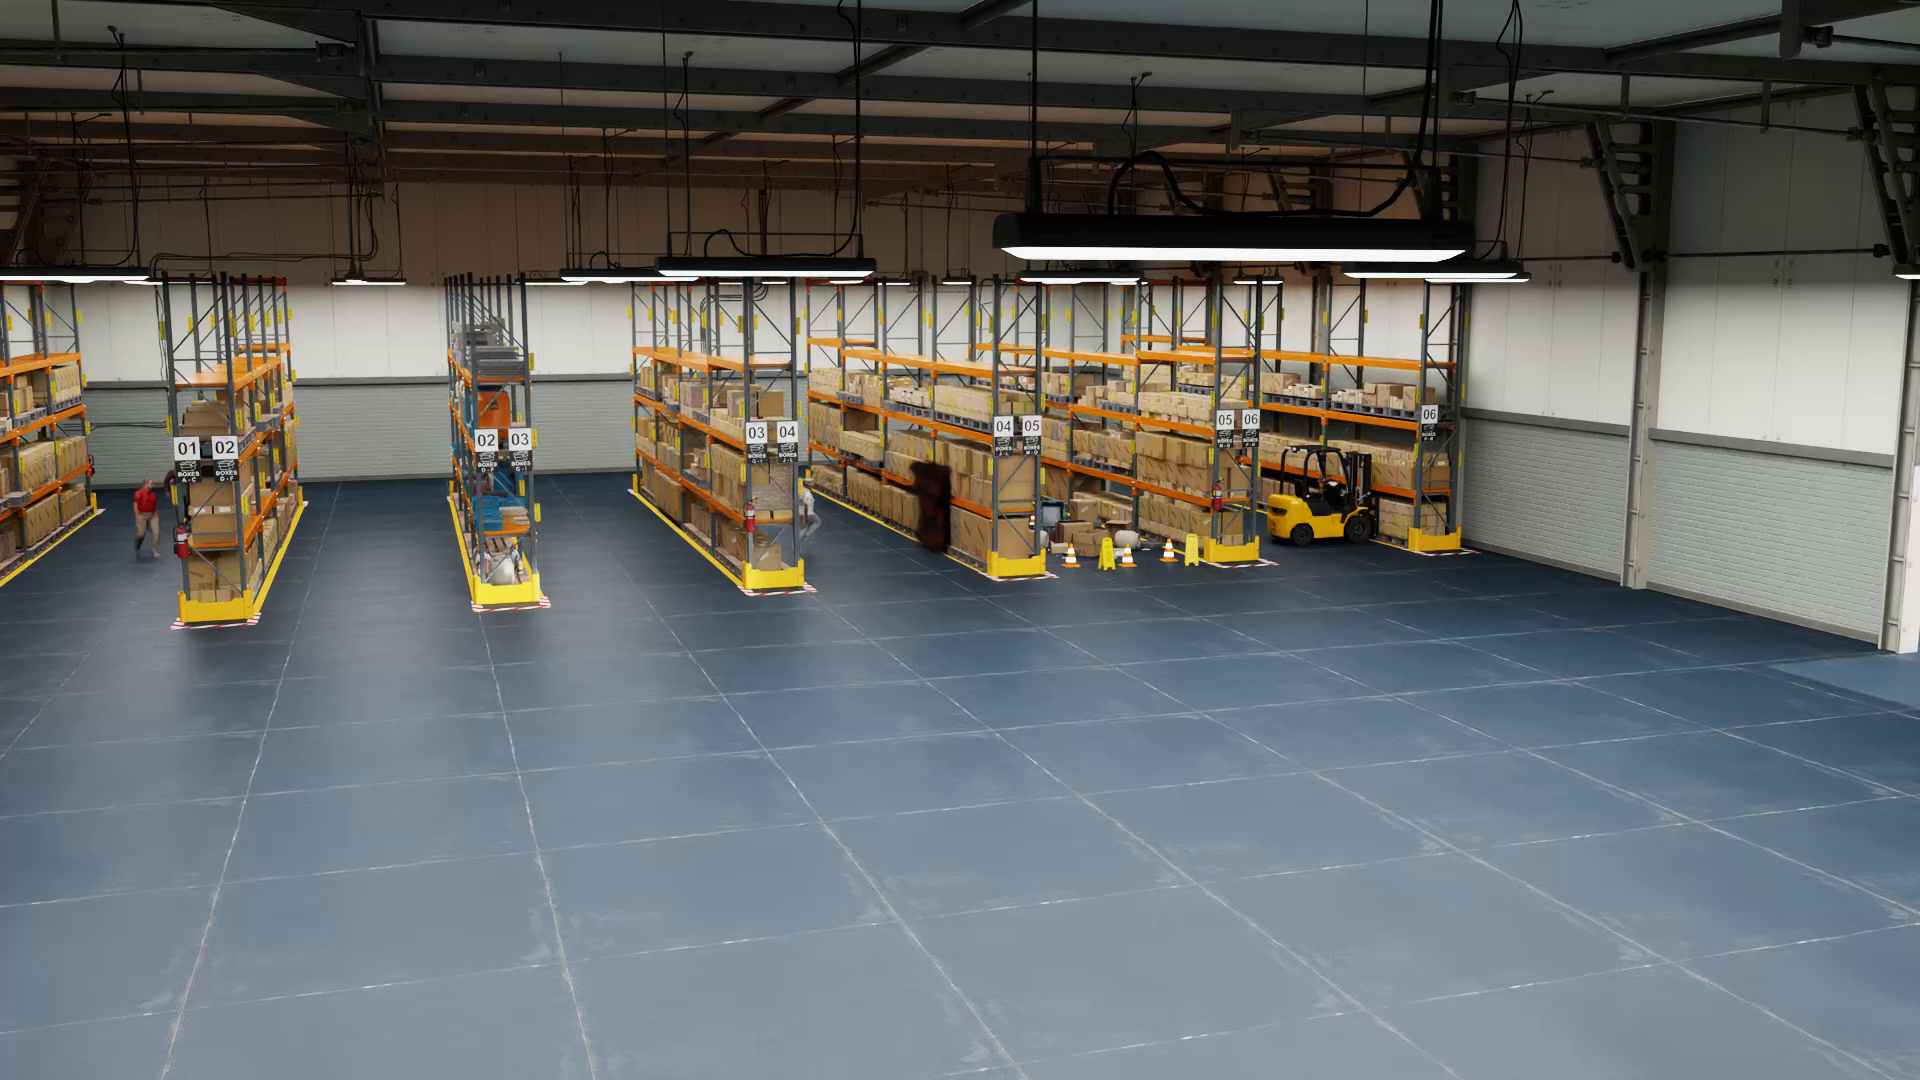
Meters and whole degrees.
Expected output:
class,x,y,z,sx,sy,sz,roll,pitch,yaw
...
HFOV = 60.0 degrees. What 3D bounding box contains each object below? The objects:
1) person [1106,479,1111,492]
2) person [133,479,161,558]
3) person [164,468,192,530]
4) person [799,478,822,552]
class,x,y,z,sx,sy,sz,roll,pitch,yaw
person,4.006,-2.003,45.728,0.332,1.678,0.465,-2,9,-12
person,-17.444,-0.411,35.663,0.602,1.619,0.598,6,11,35
person,-18.392,-1.051,39.266,0.705,1.799,0.914,-3,9,-21
person,-3.288,-0.544,36.157,0.614,1.635,0.478,-7,11,-38
